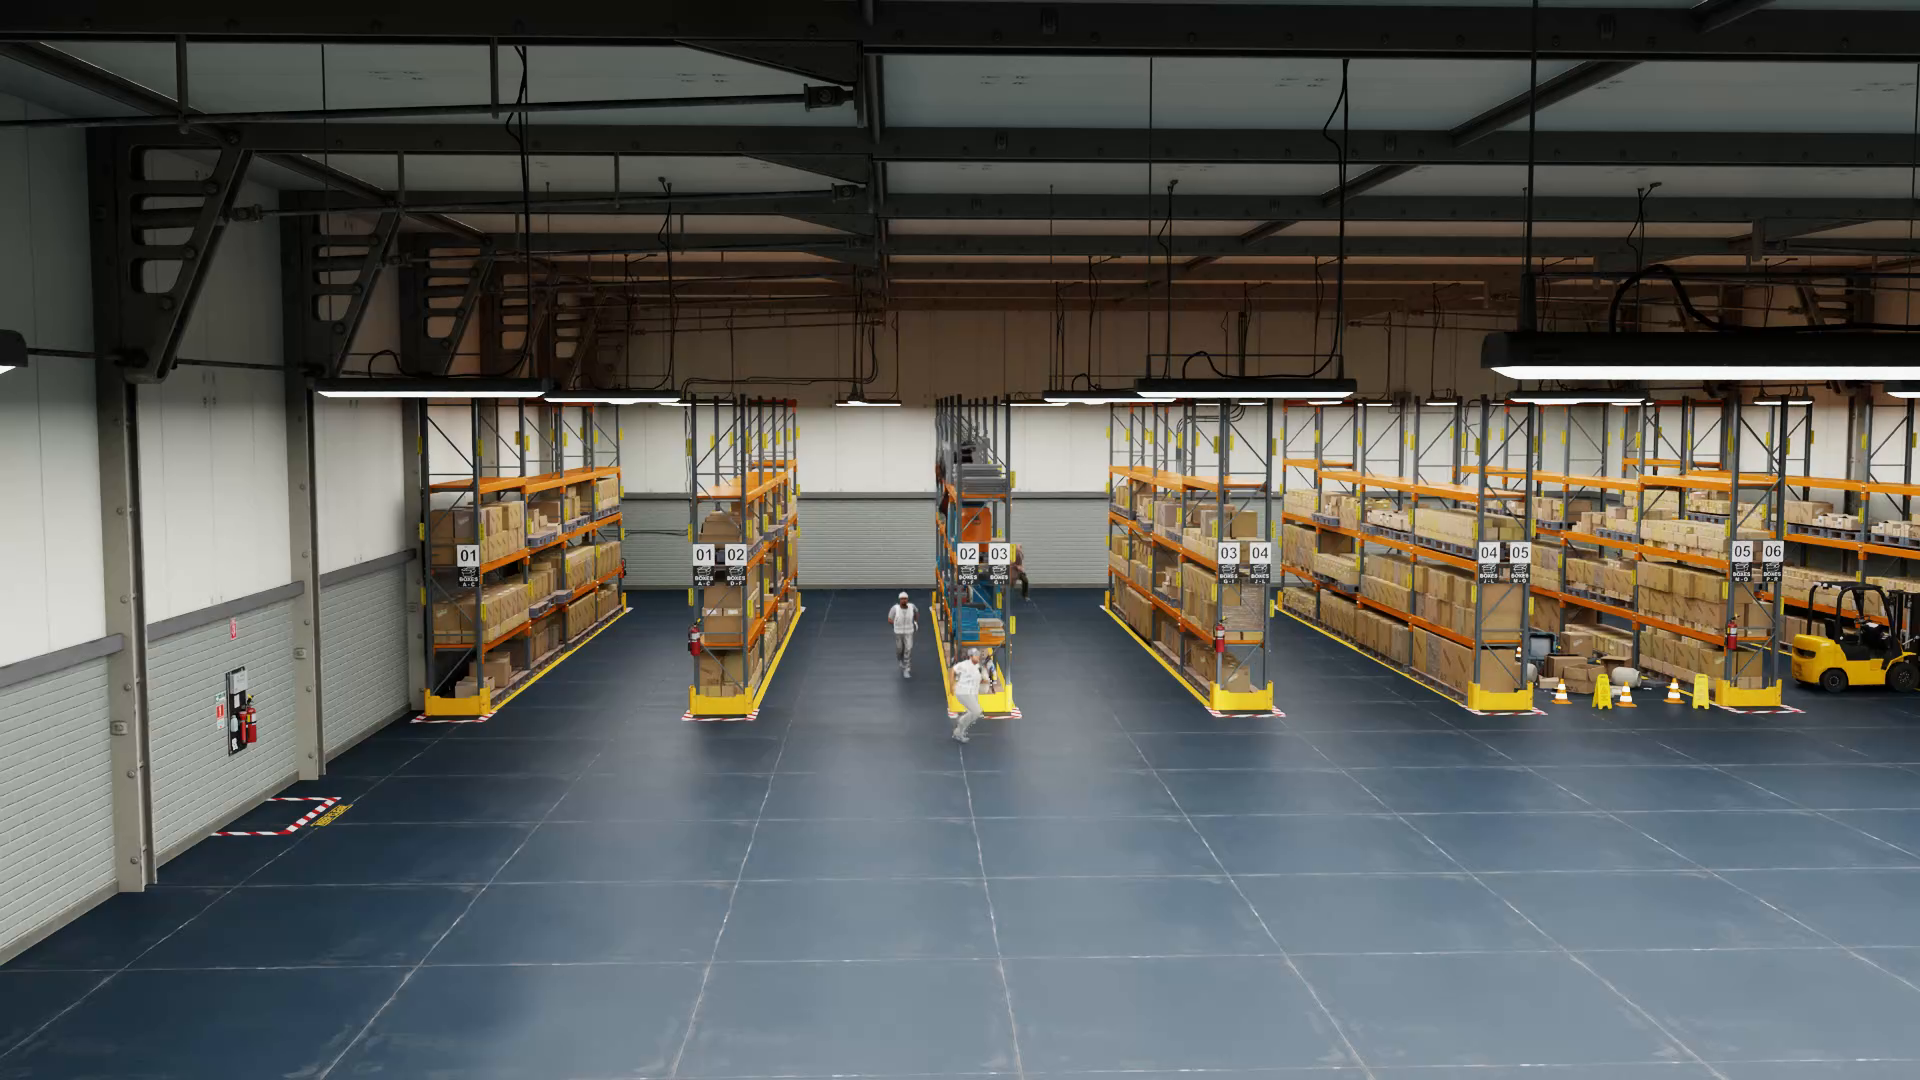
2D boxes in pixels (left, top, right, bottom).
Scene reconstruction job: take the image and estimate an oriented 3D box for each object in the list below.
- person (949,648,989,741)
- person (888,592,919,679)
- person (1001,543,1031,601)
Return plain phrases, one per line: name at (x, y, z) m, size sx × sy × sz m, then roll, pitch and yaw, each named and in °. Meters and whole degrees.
person at (0.175, 2.664, 28.580) m, size 0.679 × 1.617 × 0.643 m, roll 3°, pitch 5°, yaw 31°
person at (-1.211, 2.017, 35.791) m, size 0.682 × 1.807 × 0.985 m, roll 0°, pitch 5°, yaw -5°
person at (1.654, 0.968, 49.577) m, size 0.831 × 1.779 × 0.937 m, roll 2°, pitch 5°, yaw 26°
